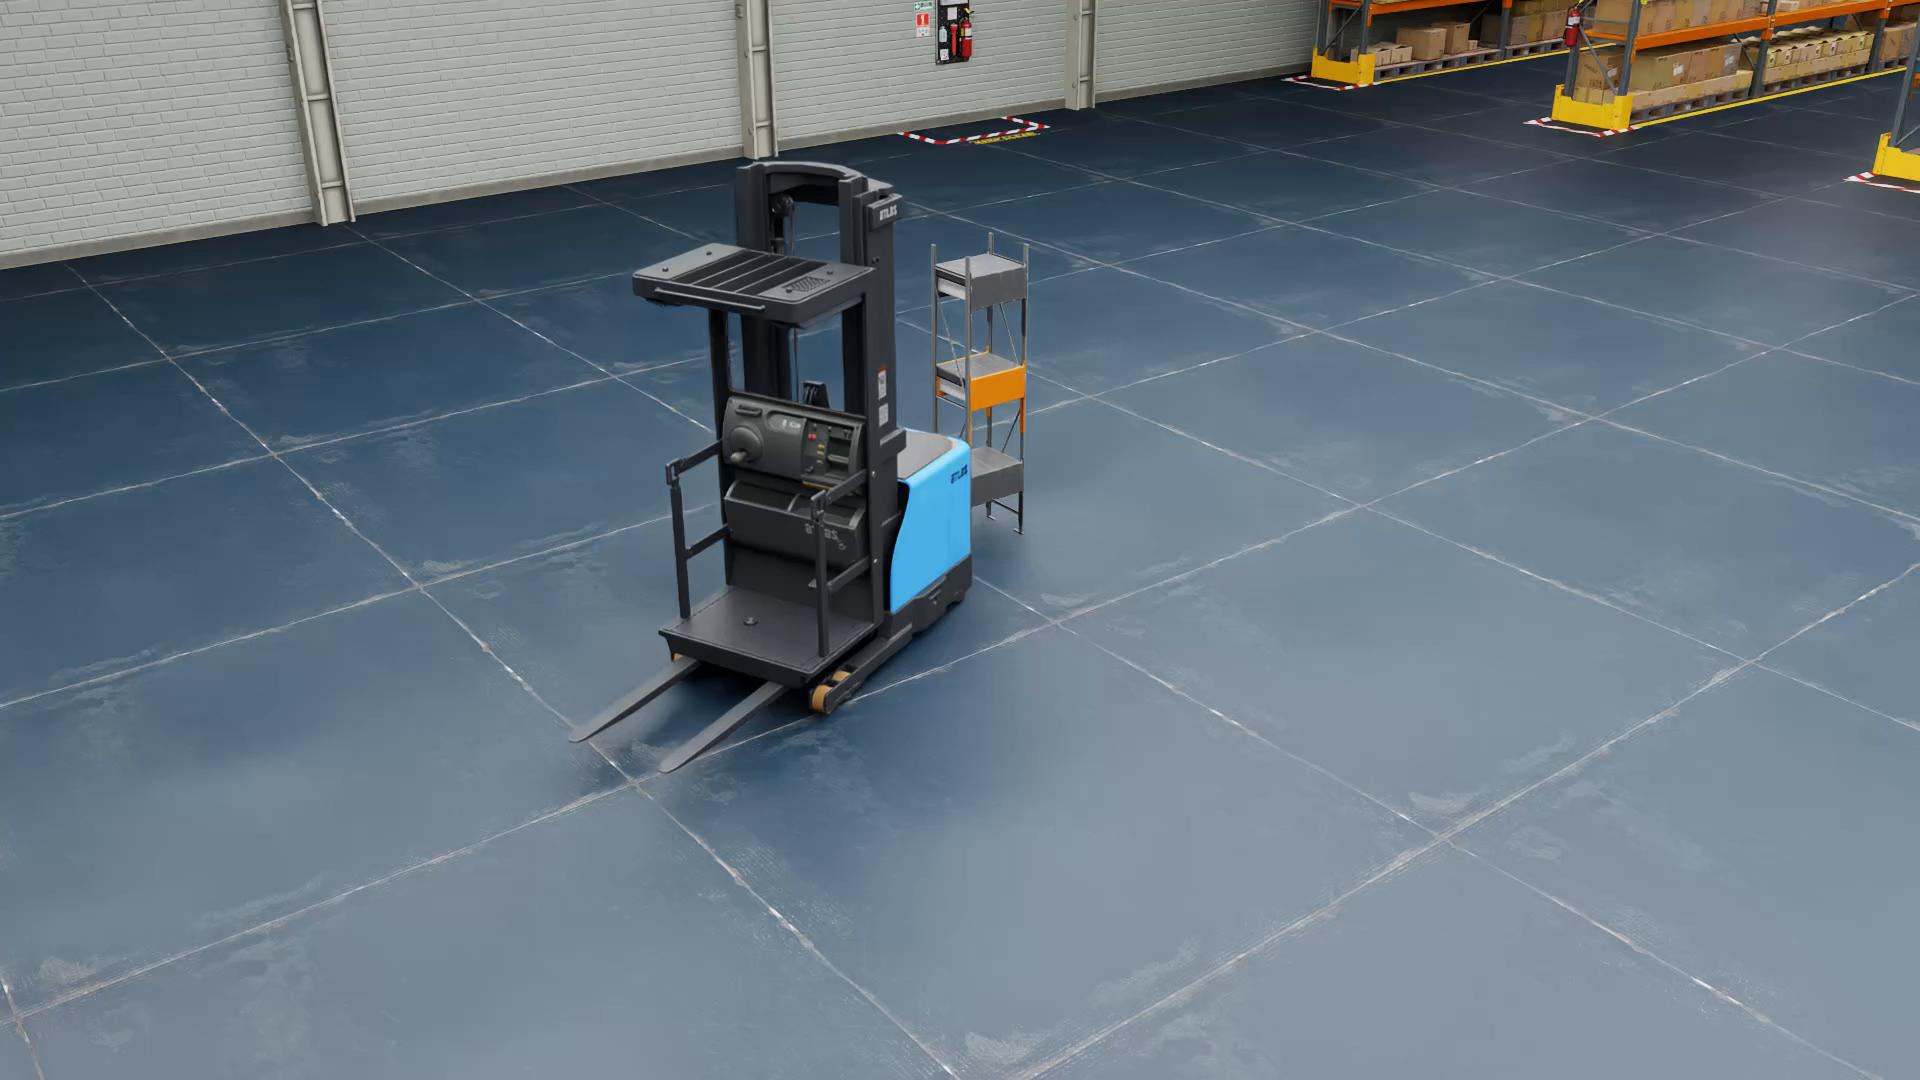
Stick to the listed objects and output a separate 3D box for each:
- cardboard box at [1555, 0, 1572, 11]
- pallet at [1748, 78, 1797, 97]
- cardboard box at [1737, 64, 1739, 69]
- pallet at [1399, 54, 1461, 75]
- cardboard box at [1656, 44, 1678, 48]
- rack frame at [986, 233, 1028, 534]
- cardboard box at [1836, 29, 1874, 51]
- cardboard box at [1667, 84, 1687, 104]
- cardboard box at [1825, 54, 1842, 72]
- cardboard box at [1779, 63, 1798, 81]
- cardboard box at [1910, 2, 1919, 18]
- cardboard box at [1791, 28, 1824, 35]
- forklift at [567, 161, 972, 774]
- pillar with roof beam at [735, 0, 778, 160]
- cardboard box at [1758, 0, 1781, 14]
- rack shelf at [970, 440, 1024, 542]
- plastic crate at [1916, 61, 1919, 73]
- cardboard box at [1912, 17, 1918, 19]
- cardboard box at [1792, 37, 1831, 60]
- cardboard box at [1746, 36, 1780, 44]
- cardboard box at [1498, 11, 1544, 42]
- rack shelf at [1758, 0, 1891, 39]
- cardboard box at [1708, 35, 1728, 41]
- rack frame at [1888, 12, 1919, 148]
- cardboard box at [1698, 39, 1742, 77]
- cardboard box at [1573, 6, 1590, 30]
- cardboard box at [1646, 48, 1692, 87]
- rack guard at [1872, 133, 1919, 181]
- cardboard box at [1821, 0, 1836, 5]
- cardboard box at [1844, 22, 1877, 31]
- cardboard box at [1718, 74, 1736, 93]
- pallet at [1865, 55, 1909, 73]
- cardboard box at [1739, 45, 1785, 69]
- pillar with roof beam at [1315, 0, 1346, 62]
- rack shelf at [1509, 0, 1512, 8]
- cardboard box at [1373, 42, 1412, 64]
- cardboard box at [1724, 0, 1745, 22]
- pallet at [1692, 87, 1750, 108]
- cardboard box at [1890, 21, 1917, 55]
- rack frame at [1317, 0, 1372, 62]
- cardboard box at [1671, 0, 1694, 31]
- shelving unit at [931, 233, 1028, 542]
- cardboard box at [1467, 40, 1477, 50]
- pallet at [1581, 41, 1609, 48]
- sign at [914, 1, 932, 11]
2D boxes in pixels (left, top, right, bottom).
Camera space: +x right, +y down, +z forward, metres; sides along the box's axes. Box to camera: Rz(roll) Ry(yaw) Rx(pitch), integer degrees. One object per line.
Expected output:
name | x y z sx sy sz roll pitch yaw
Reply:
cardboard box | 11.497 -10.424 32.203 0.500 0.250 0.500 -18 31 -34
pallet | 13.387 -7.745 28.188 1.213 0.211 1.003 -18 31 -34
cardboard box | 12.979 -7.953 28.090 0.500 0.250 0.500 -19 31 -35
pallet | 8.305 -8.676 30.194 1.213 0.211 1.003 -18 31 -34
cardboard box | 11.095 -7.682 26.616 0.500 0.500 0.500 -18 31 -34
rack frame | 0.322 -1.059 11.537 0.015 2.100 0.400 -18 31 -34
cardboard box | 15.719 -8.825 29.303 0.500 0.311 0.500 -17 30 -33
cardboard box | 11.028 -7.036 26.116 0.500 0.250 0.500 -18 31 -34
cardboard box | 14.915 -8.306 28.851 0.500 0.250 0.500 -17 30 -33
cardboard box | 13.705 -7.904 27.985 0.500 0.250 0.500 -17 30 -33
cardboard box | 17.809 -9.985 31.258 0.500 0.250 0.500 -18 30 -34
cardboard box | 14.978 -8.865 29.389 0.500 0.311 0.500 -19 31 -35
forklift | -1.077 -0.543 9.439 1.130 2.935 3.031 13 28 26
pillar with roof beam | -0.145 -8.053 18.413 0.400 9.000 9.100 -18 31 -34
cardboard box | 13.192 -8.880 27.499 0.500 0.250 0.500 -16 29 -31
rack shelf | 0.130 -0.348 11.701 0.480 0.518 0.431 -18 31 -34
plastic crate | 12.947 -6.287 21.909 0.616 0.251 0.499 -18 31 -34
cardboard box | 17.785 -9.635 31.395 0.500 0.500 0.500 -18 30 -33
cardboard box | 14.520 -8.428 28.448 0.500 0.311 0.500 -17 30 -33
cardboard box | 13.773 -8.470 28.538 0.500 0.311 0.500 -18 31 -34
cardboard box | 10.717 -9.859 31.877 0.500 0.500 0.700 -19 31 -35
rack shelf | 14.406 -8.999 28.432 4.000 0.370 1.077 -18 31 -34
cardboard box | 12.274 -8.073 27.457 0.500 0.500 0.500 -18 31 -34
rack frame | 12.738 -6.125 21.384 0.127 3.000 1.000 -18 31 -34
cardboard box | 12.201 -7.770 26.806 0.500 0.500 0.500 -18 31 -34
cardboard box | 11.908 -10.251 32.722 0.500 0.500 0.700 -18 31 -34
cardboard box | 11.021 -7.380 25.966 0.500 0.500 0.500 -18 31 -34
rack guard | 12.768 -5.026 21.987 0.348 0.500 1.175 -18 31 -34
cardboard box | 14.669 -9.449 28.428 0.500 0.500 0.500 -20 32 -37
cardboard box | 16.571 -9.231 30.524 0.500 0.500 0.500 -17 30 -32
cardboard box | 12.202 -7.430 26.963 0.500 0.250 0.500 -18 31 -34
pallet | 16.590 -8.761 30.378 1.213 0.211 1.003 -18 31 -34
cardboard box | 13.311 -8.028 27.587 0.500 0.311 0.500 -18 30 -34
pillar with roof beam | 9.298 -11.170 25.129 0.400 9.000 9.100 -18 31 -34
rack shelf | 11.346 -10.639 31.966 4.000 0.370 1.077 -18 31 -34
cardboard box | 7.673 -8.685 29.571 0.500 0.311 0.500 -15 29 -30
cardboard box | 12.075 -8.595 26.587 0.500 0.500 0.700 -19 31 -35
pallet | 12.180 -7.348 27.333 1.213 0.211 1.003 -18 31 -34
cardboard box | 17.320 -9.201 30.458 0.500 0.500 0.500 -19 31 -35
rack frame | 6.624 -9.407 28.456 0.127 3.000 1.000 -18 31 -34
cardboard box | 10.864 -8.194 25.724 0.500 0.500 0.700 -18 30 -34
shelving unit | 0.130 -0.995 11.401 0.503 2.100 0.431 -18 31 -34
cardboard box | 9.370 -9.211 30.878 0.380 0.166 0.250 22 33 39
pallet | 12.304 -10.018 33.084 1.213 0.211 1.003 -18 31 -34
sign | -0.538 -7.833 24.392 0.331 0.109 0.001 -18 31 -34
